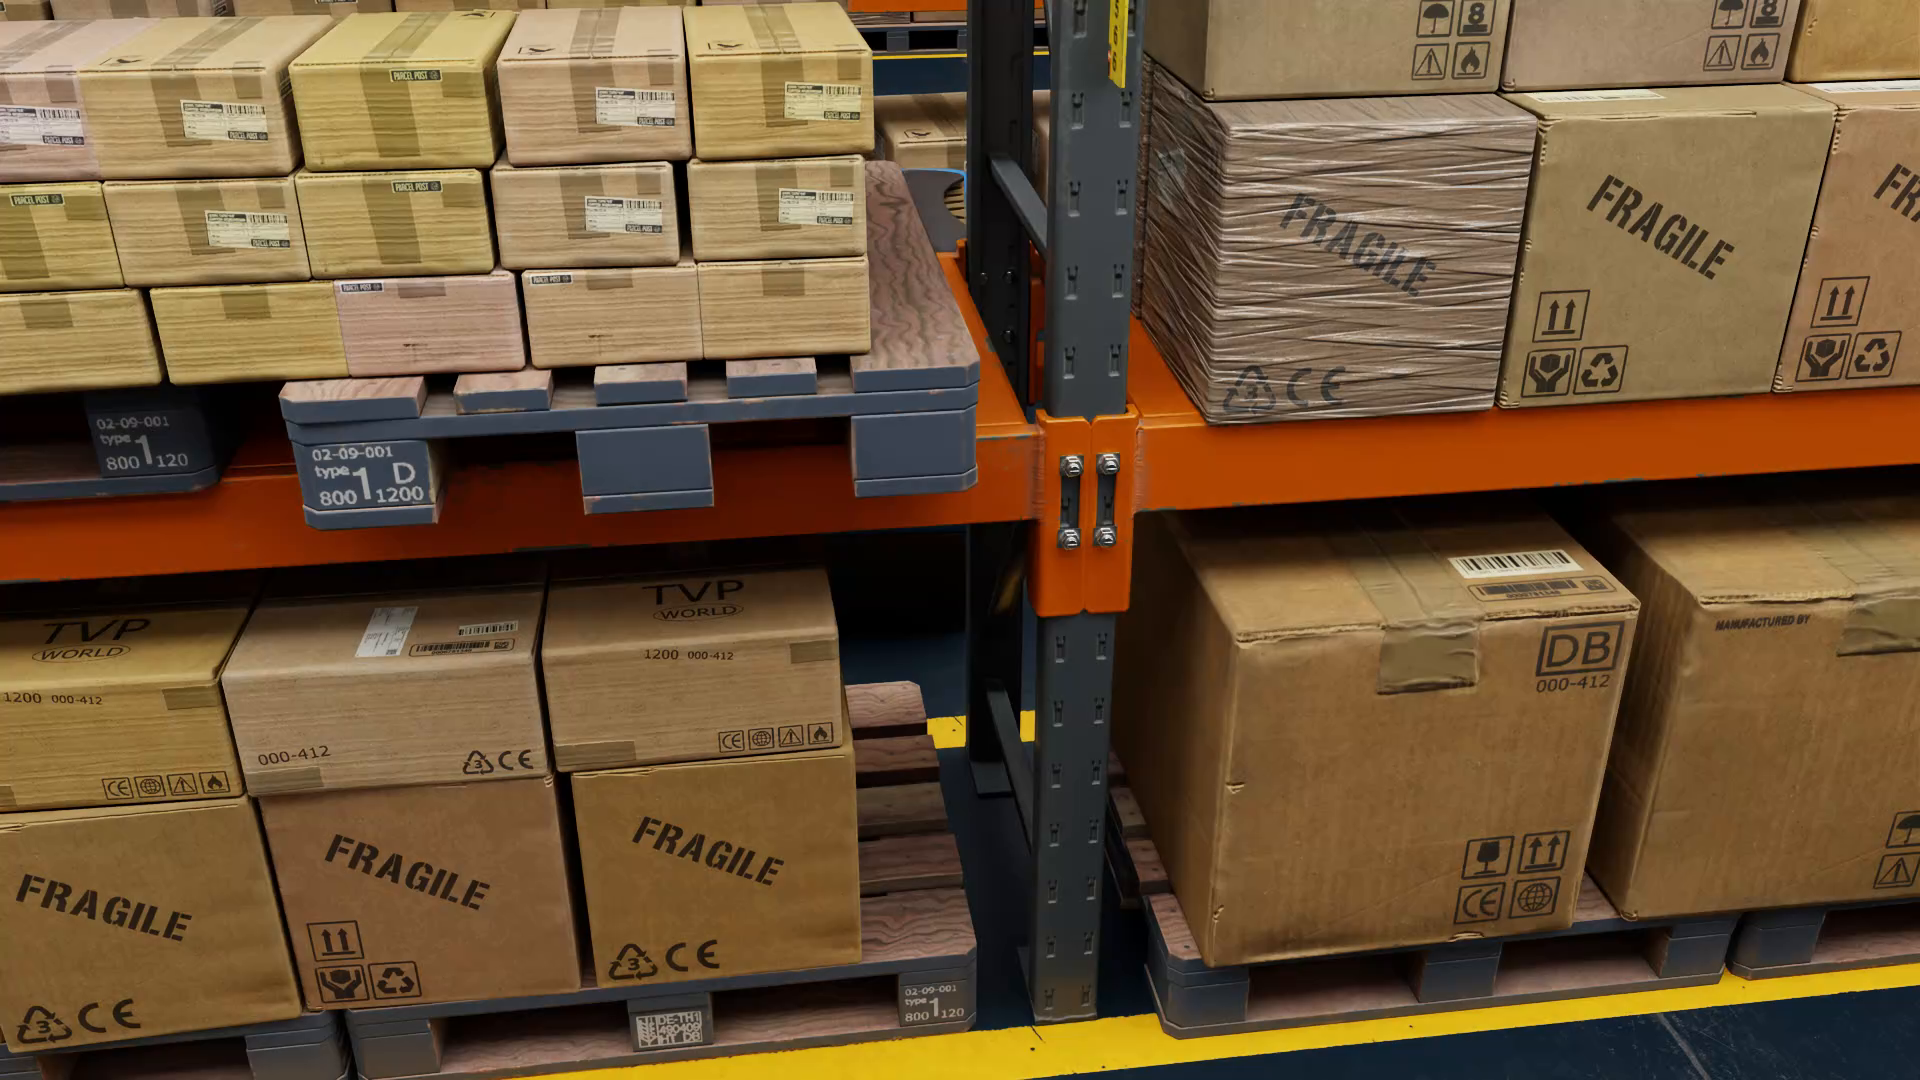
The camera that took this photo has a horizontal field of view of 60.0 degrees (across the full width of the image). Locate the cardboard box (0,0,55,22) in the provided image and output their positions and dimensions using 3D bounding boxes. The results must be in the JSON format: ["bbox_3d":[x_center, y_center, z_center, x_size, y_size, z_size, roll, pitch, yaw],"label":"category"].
[{"bbox_3d":[-1.641,-0.900,2.881,0.250,0.149,0.380,-3,27,-6],"label":"cardboard box"}]

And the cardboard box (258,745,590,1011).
[{"bbox_3d":[-0.985,0.530,3.209,0.500,0.500,0.500,-3,27,-5],"label":"cardboard box"}]

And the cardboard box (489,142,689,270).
[{"bbox_3d":[-0.545,-0.539,2.503,0.250,0.149,0.380,-3,27,-5],"label":"cardboard box"}]

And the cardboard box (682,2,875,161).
[{"bbox_3d":[-0.277,-0.688,2.468,0.250,0.149,0.380,-5,28,-9],"label":"cardboard box"}]

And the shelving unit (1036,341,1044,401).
[{"bbox_3d":[0.243,-0.469,5.013,0.252,1.050,0.215,-2,27,-3],"label":"shelving unit"}]

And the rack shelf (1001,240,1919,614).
[{"bbox_3d":[2.125,-0.393,3.519,4.000,0.370,1.077,-4,27,-7],"label":"rack shelf"}]

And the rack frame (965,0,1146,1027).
[{"bbox_3d":[0.145,-0.586,3.107,0.127,3.000,1.000,-4,27,-7],"label":"rack frame"}]

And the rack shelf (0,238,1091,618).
[{"bbox_3d":[-1.836,-0.139,3.023,4.000,0.370,1.077,-4,27,-7],"label":"rack shelf"}]

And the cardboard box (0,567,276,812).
[{"bbox_3d":[-1.500,0.230,2.973,0.500,0.250,0.500,-3,27,-6],"label":"cardboard box"}]

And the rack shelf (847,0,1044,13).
[{"bbox_3d":[1.335,-2.625,7.867,4.000,0.370,1.077,-4,27,-7],"label":"rack shelf"}]

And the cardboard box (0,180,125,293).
[{"bbox_3d":[-1.300,-0.490,2.409,0.250,0.149,0.380,-4,27,-7],"label":"cardboard box"}]

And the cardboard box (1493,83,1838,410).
[{"bbox_3d":[1.130,-0.571,2.967,0.500,0.500,0.500,-4,27,-8],"label":"cardboard box"}]

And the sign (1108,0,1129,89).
[{"bbox_3d":[0.230,-0.821,2.384,0.005,0.325,0.100,-4,27,-7],"label":"sign"}]

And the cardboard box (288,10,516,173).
[{"bbox_3d":[-0.785,-0.656,2.406,0.250,0.149,0.380,-3,27,-6],"label":"cardboard box"}]

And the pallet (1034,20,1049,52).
[{"bbox_3d":[0.686,-3.931,12.681,1.213,0.211,1.003,-4,27,-7],"label":"pallet"}]

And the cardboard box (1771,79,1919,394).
[{"bbox_3d":[1.629,-0.603,3.029,0.500,0.500,0.500,-4,27,-7],"label":"cardboard box"}]

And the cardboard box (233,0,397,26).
[{"bbox_3d":[-1.112,-0.936,2.951,0.250,0.149,0.380,-5,28,-9],"label":"cardboard box"}]

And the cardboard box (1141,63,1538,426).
[{"bbox_3d":[0.627,-0.537,2.902,0.500,0.500,0.500,-3,27,-7],"label":"cardboard box"}]

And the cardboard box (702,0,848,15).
[{"bbox_3d":[-0.344,-0.984,3.045,0.250,0.149,0.380,-4,27,-7],"label":"cardboard box"}]

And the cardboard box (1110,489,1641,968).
[{"bbox_3d":[0.760,0.230,3.521,0.750,0.750,1.050,-4,27,-8],"label":"cardboard box"}]

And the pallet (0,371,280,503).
[{"bbox_3d":[-1.810,-0.356,2.869,1.213,0.211,1.003,-4,27,-7],"label":"pallet"}]

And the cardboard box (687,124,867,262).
[{"bbox_3d":[-0.281,-0.556,2.538,0.250,0.149,0.380,-3,27,-6],"label":"cardboard box"}]

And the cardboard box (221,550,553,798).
[{"bbox_3d":[-0.995,0.205,3.022,0.500,0.250,0.500,-3,27,-6],"label":"cardboard box"}]

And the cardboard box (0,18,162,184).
[{"bbox_3d":[-1.289,-0.625,2.345,0.250,0.149,0.380,-4,27,-7],"label":"cardboard box"}]

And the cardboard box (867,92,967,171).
[{"bbox_3d":[-0.084,-1.867,8.021,0.625,0.372,0.950,-5,28,-11],"label":"cardboard box"}]

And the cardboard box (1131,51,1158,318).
[{"bbox_3d":[0.553,-0.781,3.376,0.500,0.500,0.500,-4,27,-7],"label":"cardboard box"}]

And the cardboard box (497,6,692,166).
[{"bbox_3d":[-0.526,-0.673,2.439,0.250,0.149,0.380,-4,27,-8],"label":"cardboard box"}]

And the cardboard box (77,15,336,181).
[{"bbox_3d":[-1.049,-0.637,2.370,0.250,0.149,0.380,-3,27,-6],"label":"cardboard box"}]

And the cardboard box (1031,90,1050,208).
[{"bbox_3d":[0.645,-1.917,8.119,0.625,0.372,0.950,-4,27,-8],"label":"cardboard box"}]

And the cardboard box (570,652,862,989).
[{"bbox_3d":[-0.471,0.499,3.270,0.500,0.500,0.500,-4,27,-7],"label":"cardboard box"}]

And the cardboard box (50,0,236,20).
[{"bbox_3d":[-1.379,-0.918,2.916,0.250,0.149,0.380,-2,27,-5],"label":"cardboard box"}]

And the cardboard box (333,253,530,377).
[{"bbox_3d":[-0.781,-0.391,2.541,0.250,0.149,0.380,-3,27,-6],"label":"cardboard box"}]

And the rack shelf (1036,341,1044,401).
[{"bbox_3d":[0.243,-0.459,5.018,0.240,0.259,0.215,-2,27,-3],"label":"rack shelf"}]

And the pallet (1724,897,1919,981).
[{"bbox_3d":[2.141,0.562,3.923,1.213,0.211,1.003,-4,27,-7],"label":"pallet"}]

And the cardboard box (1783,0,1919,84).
[{"bbox_3d":[1.599,-1.166,3.032,0.500,0.500,0.700,-4,27,-8],"label":"cardboard box"}]

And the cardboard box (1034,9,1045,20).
[{"bbox_3d":[0.592,-4.313,12.511,0.625,0.625,0.875,-5,28,-9],"label":"cardboard box"}]

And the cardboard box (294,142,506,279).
[{"bbox_3d":[-0.805,-0.521,2.468,0.250,0.149,0.380,-3,27,-6],"label":"cardboard box"}]

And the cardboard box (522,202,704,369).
[{"bbox_3d":[-0.526,-0.407,2.573,0.250,0.149,0.380,-4,27,-7],"label":"cardboard box"}]

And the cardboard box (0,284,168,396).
[{"bbox_3d":[-1.294,-0.359,2.478,0.250,0.149,0.380,-5,28,-9],"label":"cardboard box"}]

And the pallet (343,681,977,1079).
[{"bbox_3d":[-0.629,0.703,3.648,1.213,0.211,1.003,-4,27,-7],"label":"pallet"}]

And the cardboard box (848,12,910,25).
[{"bbox_3d":[-0.721,-4.225,12.340,0.625,0.625,0.875,-3,27,-5],"label":"cardboard box"}]

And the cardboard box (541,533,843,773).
[{"bbox_3d":[-0.496,0.167,3.095,0.500,0.250,0.500,-4,27,-8],"label":"cardboard box"}]

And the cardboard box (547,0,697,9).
[{"bbox_3d":[-0.606,-0.966,3.010,0.250,0.149,0.380,-4,27,-9],"label":"cardboard box"}]

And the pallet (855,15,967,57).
[{"bbox_3d":[-0.520,-3.855,12.532,1.213,0.211,1.003,-4,27,-7],"label":"pallet"}]

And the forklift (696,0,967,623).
[{"bbox_3d":[-1.400,-1.246,4.467,3.031,2.935,1.130,-2,27,-3],"label":"forklift"}]

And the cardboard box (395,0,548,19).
[{"bbox_3d":[-0.849,-0.952,2.984,0.250,0.149,0.380,-4,27,-7],"label":"cardboard box"}]

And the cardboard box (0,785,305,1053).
[{"bbox_3d":[-1.507,0.571,3.129,0.500,0.500,0.500,-5,28,-9],"label":"cardboard box"}]

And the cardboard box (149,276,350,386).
[{"bbox_3d":[-1.028,-0.376,2.513,0.250,0.149,0.380,-4,27,-8],"label":"cardboard box"}]

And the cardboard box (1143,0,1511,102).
[{"bbox_3d":[0.591,-1.100,2.902,0.500,0.500,0.700,-4,27,-7],"label":"cardboard box"}]

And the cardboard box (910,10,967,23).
[{"bbox_3d":[-0.075,-4.270,12.428,0.625,0.625,0.875,-3,27,-5],"label":"cardboard box"}]

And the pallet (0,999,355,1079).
[{"bbox_3d":[-1.835,0.780,3.499,1.213,0.211,1.003,-4,27,-7],"label":"pallet"}]

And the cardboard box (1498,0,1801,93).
[{"bbox_3d":[1.091,-1.132,2.966,0.500,0.500,0.700,-4,27,-8],"label":"cardboard box"}]

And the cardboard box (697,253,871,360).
[{"bbox_3d":[-0.280,-0.422,2.602,0.250,0.149,0.380,-3,27,-6],"label":"cardboard box"}]

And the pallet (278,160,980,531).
[{"bbox_3d":[-0.546,-0.407,2.968,1.003,0.211,1.213,-4,27,-7],"label":"pallet"}]

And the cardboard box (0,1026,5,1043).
[{"bbox_3d":[-2.007,0.593,3.087,0.500,0.500,0.500,-3,27,-6],"label":"cardboard box"}]

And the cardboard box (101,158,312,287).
[{"bbox_3d":[-1.053,-0.505,2.438,0.250,0.149,0.380,-4,27,-7],"label":"cardboard box"}]

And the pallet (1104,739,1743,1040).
[{"bbox_3d":[0.936,0.638,3.775,1.213,0.211,1.003,-4,27,-7],"label":"pallet"}]

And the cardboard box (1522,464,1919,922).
[{"bbox_3d":[1.625,0.173,3.632,0.750,0.750,1.050,-3,27,-6],"label":"cardboard box"}]
